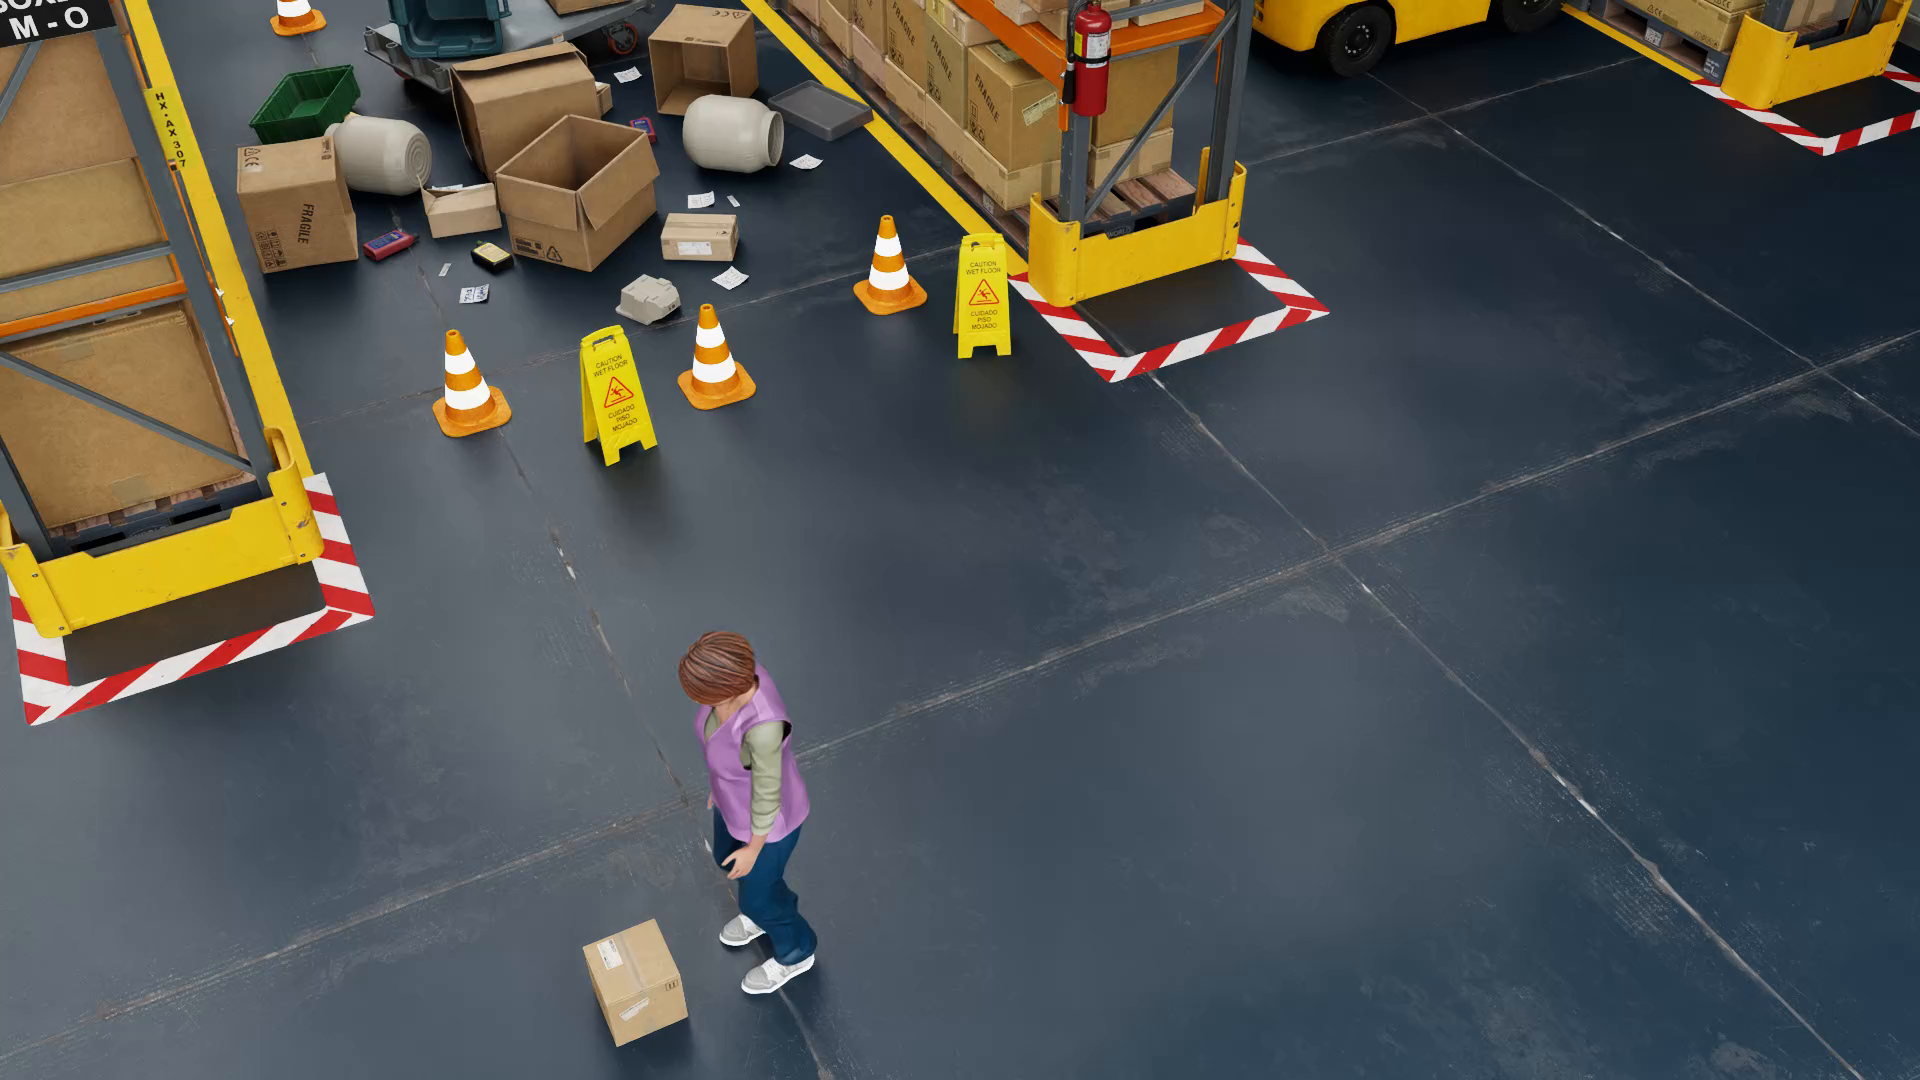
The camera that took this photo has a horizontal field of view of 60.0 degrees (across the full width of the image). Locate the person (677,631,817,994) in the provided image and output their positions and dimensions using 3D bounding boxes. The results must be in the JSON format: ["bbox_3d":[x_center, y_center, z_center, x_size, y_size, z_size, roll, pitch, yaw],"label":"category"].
[{"bbox_3d":[-0.644,0.855,5.232,0.341,1.578,0.417,-18,45,-19],"label":"person"}]
